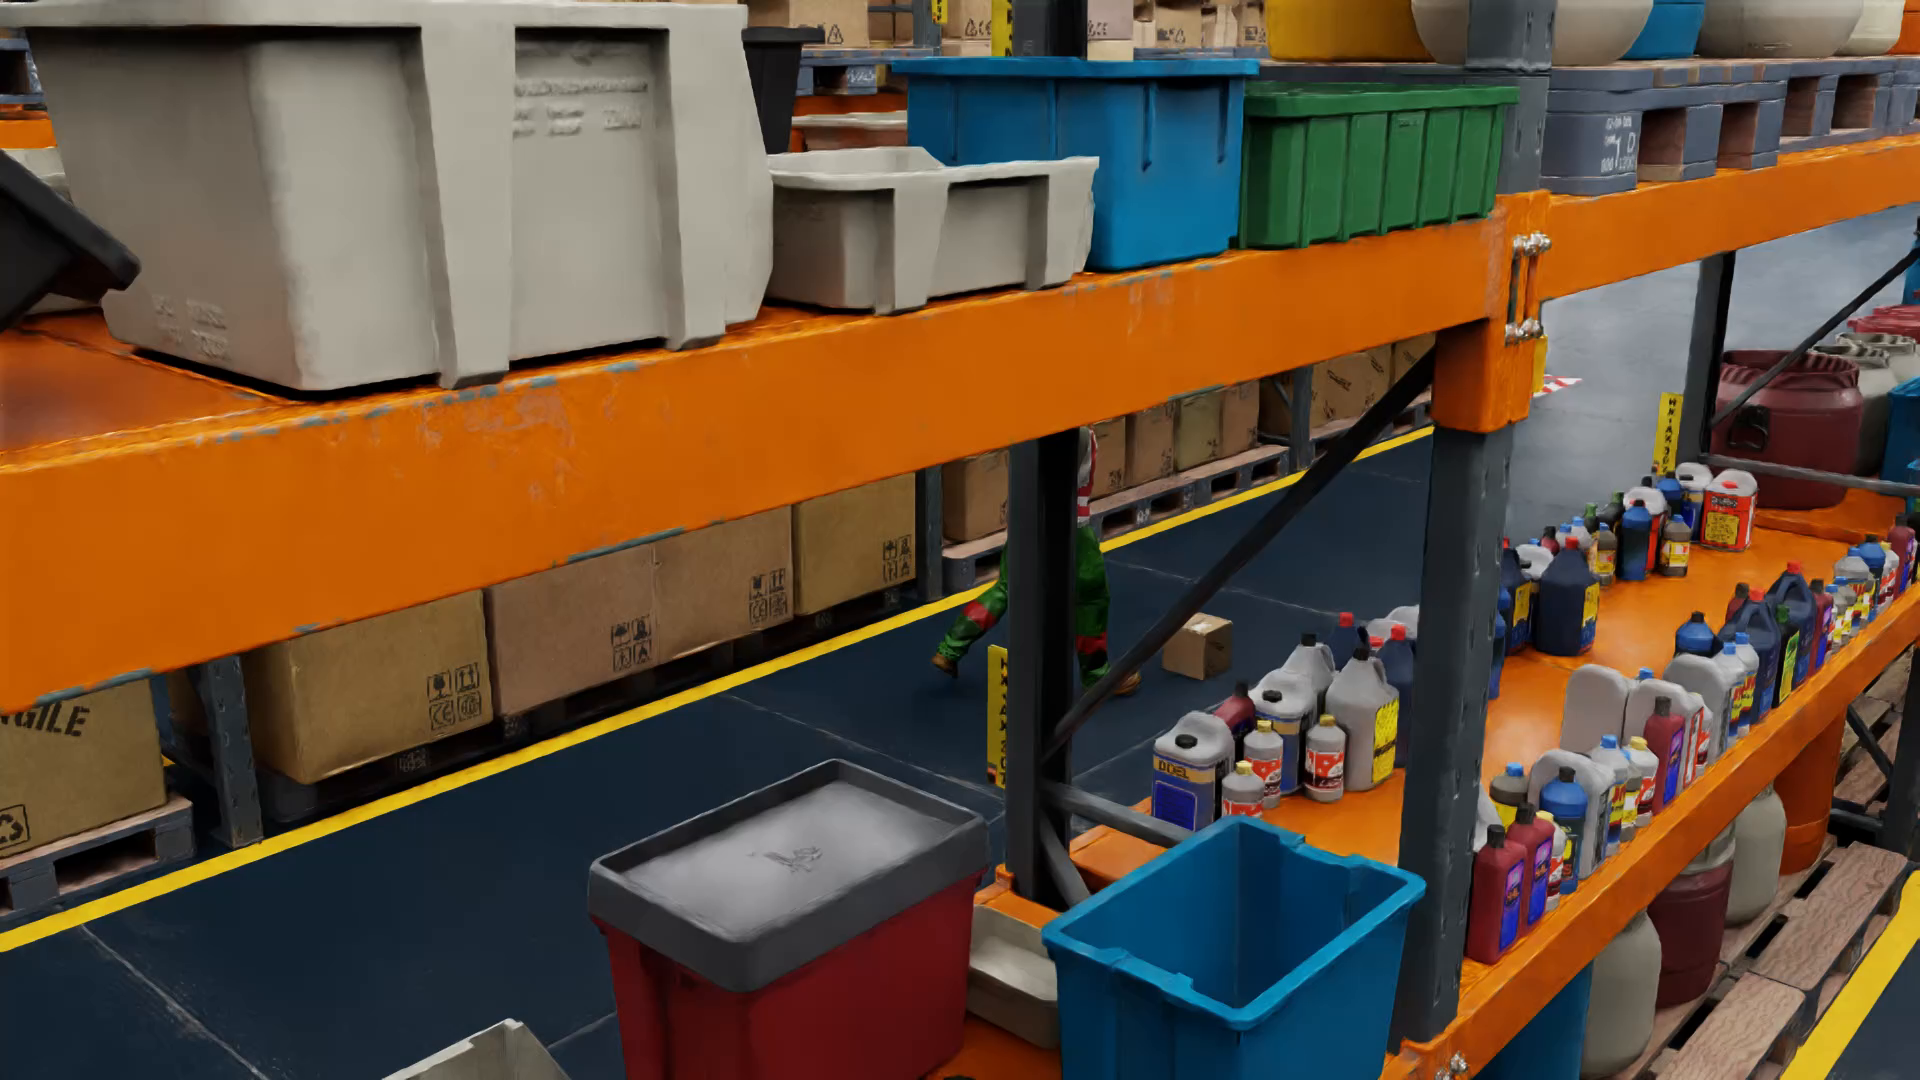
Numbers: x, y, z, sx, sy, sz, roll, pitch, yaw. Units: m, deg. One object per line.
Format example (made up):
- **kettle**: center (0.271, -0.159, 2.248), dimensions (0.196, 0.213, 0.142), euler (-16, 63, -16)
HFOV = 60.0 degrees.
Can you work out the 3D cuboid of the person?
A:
- **person**: center (0.363, -0.091, 7.837), dimensions (0.974, 1.767, 0.643), euler (-8, 19, -26)
